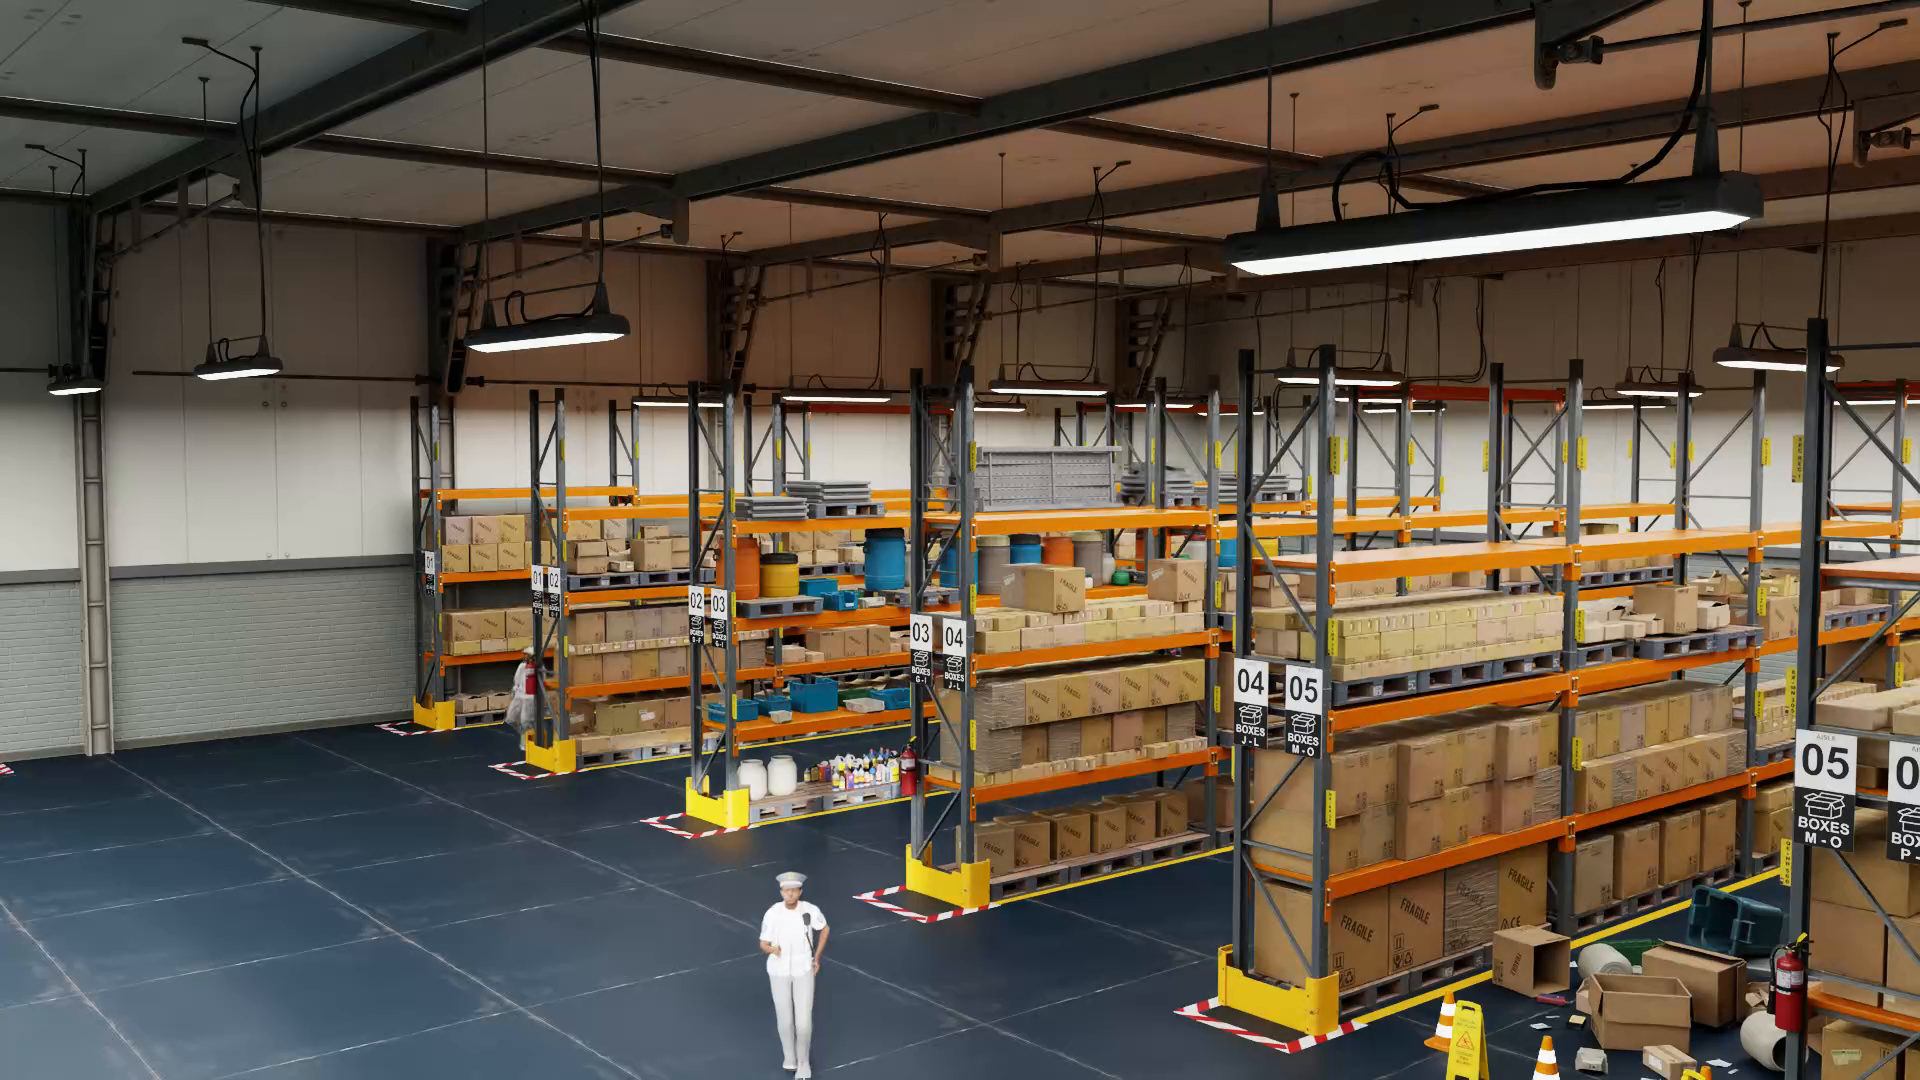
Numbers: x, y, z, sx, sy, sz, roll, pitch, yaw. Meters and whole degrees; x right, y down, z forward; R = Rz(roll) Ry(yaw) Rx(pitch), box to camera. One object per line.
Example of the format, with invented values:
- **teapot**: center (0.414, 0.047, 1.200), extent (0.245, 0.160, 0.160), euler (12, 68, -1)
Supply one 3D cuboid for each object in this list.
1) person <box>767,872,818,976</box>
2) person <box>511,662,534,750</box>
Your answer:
- **person**: center (-1.365, 3.087, 13.443), extent (0.387, 0.837, 0.344), euler (0, 3, -1)
- **person**: center (-7.312, 2.784, 27.712), extent (0.583, 1.463, 0.546), euler (2, 4, 35)
